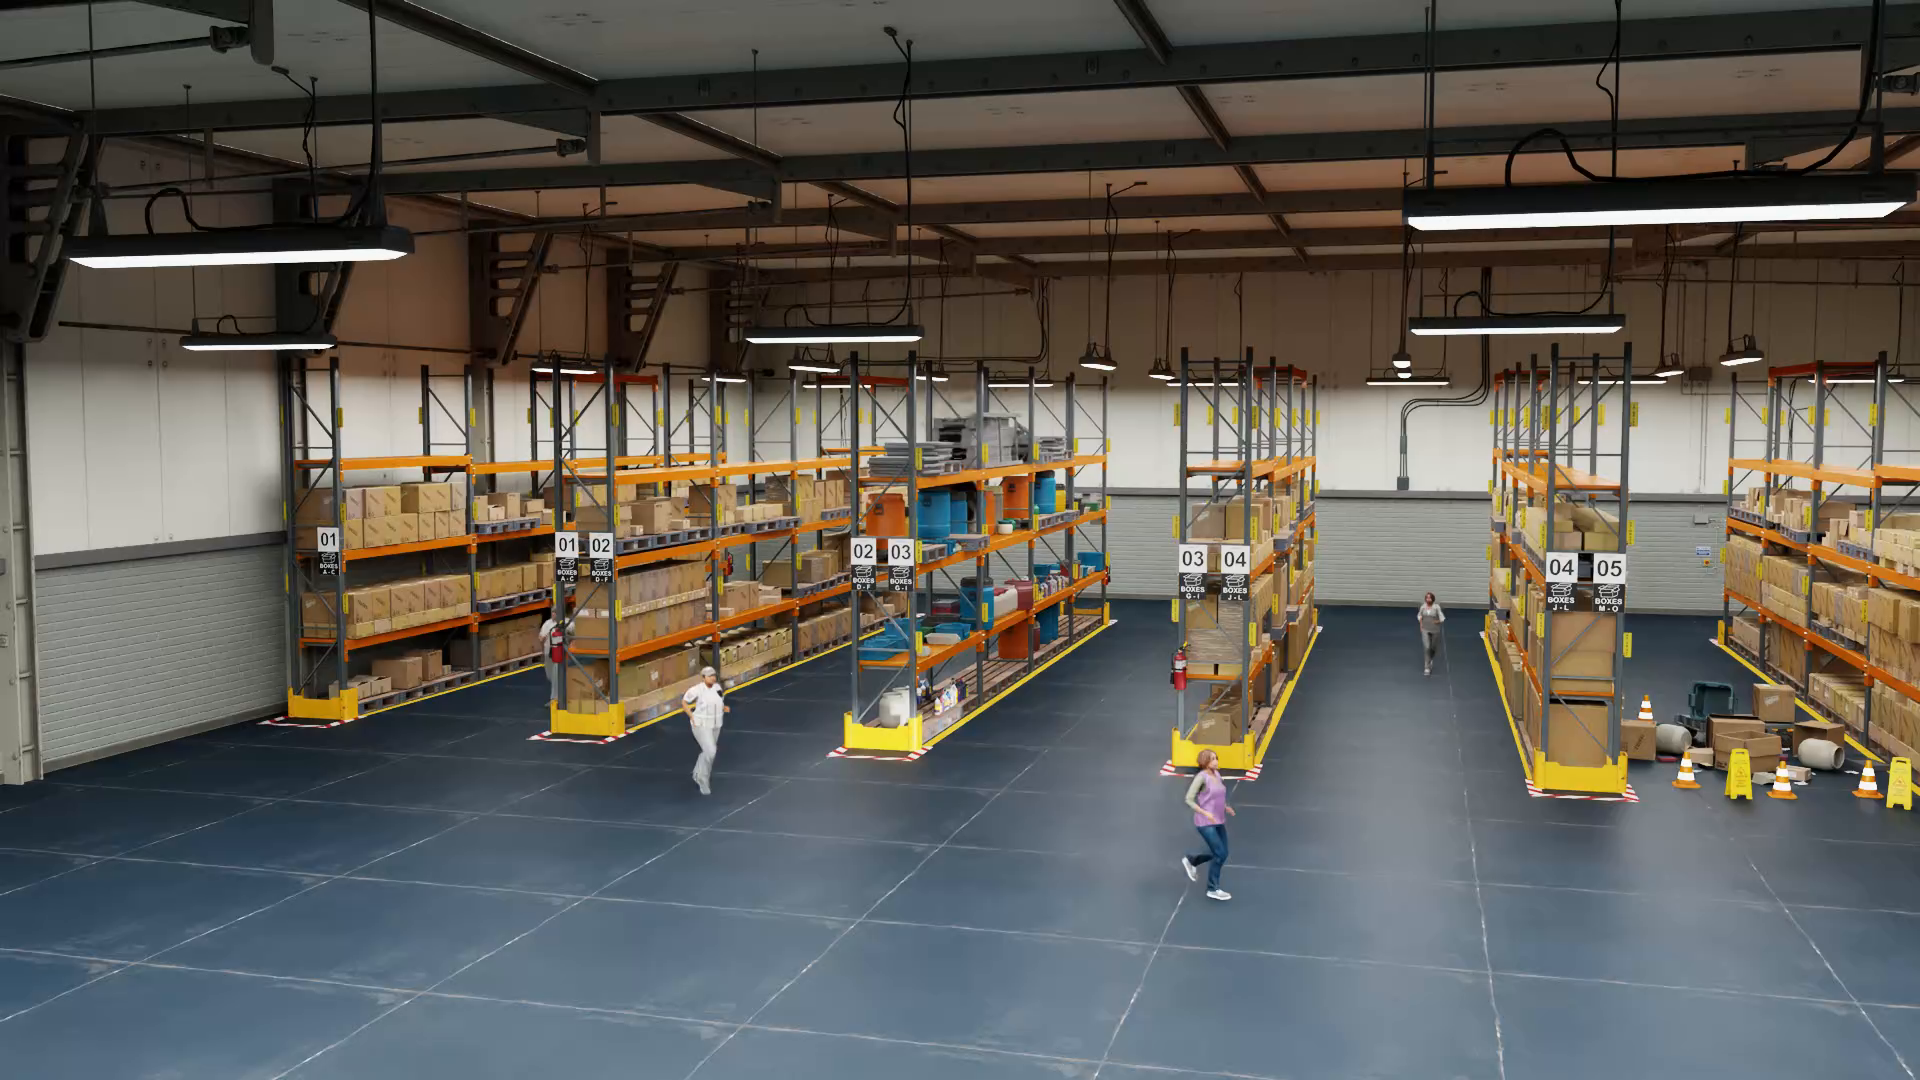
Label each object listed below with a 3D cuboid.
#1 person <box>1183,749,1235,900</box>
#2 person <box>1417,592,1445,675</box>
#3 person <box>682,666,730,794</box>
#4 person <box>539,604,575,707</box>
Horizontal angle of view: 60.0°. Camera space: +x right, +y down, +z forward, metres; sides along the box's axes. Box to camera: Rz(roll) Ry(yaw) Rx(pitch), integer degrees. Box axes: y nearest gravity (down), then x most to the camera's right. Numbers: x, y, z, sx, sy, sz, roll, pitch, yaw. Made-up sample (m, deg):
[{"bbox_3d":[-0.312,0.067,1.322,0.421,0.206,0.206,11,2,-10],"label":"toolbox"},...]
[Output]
[{"bbox_3d":[2.561,2.951,17.378,0.625,1.550,0.539,4,6,40],"label":"person"},{"bbox_3d":[9.213,1.815,32.557,0.532,1.593,0.822,2,4,21],"label":"person"},{"bbox_3d":[-3.388,2.546,22.369,0.720,1.718,0.579,4,6,43],"label":"person"},{"bbox_3d":[-7.027,1.977,28.986,0.670,1.757,0.968,1,4,15],"label":"person"}]
